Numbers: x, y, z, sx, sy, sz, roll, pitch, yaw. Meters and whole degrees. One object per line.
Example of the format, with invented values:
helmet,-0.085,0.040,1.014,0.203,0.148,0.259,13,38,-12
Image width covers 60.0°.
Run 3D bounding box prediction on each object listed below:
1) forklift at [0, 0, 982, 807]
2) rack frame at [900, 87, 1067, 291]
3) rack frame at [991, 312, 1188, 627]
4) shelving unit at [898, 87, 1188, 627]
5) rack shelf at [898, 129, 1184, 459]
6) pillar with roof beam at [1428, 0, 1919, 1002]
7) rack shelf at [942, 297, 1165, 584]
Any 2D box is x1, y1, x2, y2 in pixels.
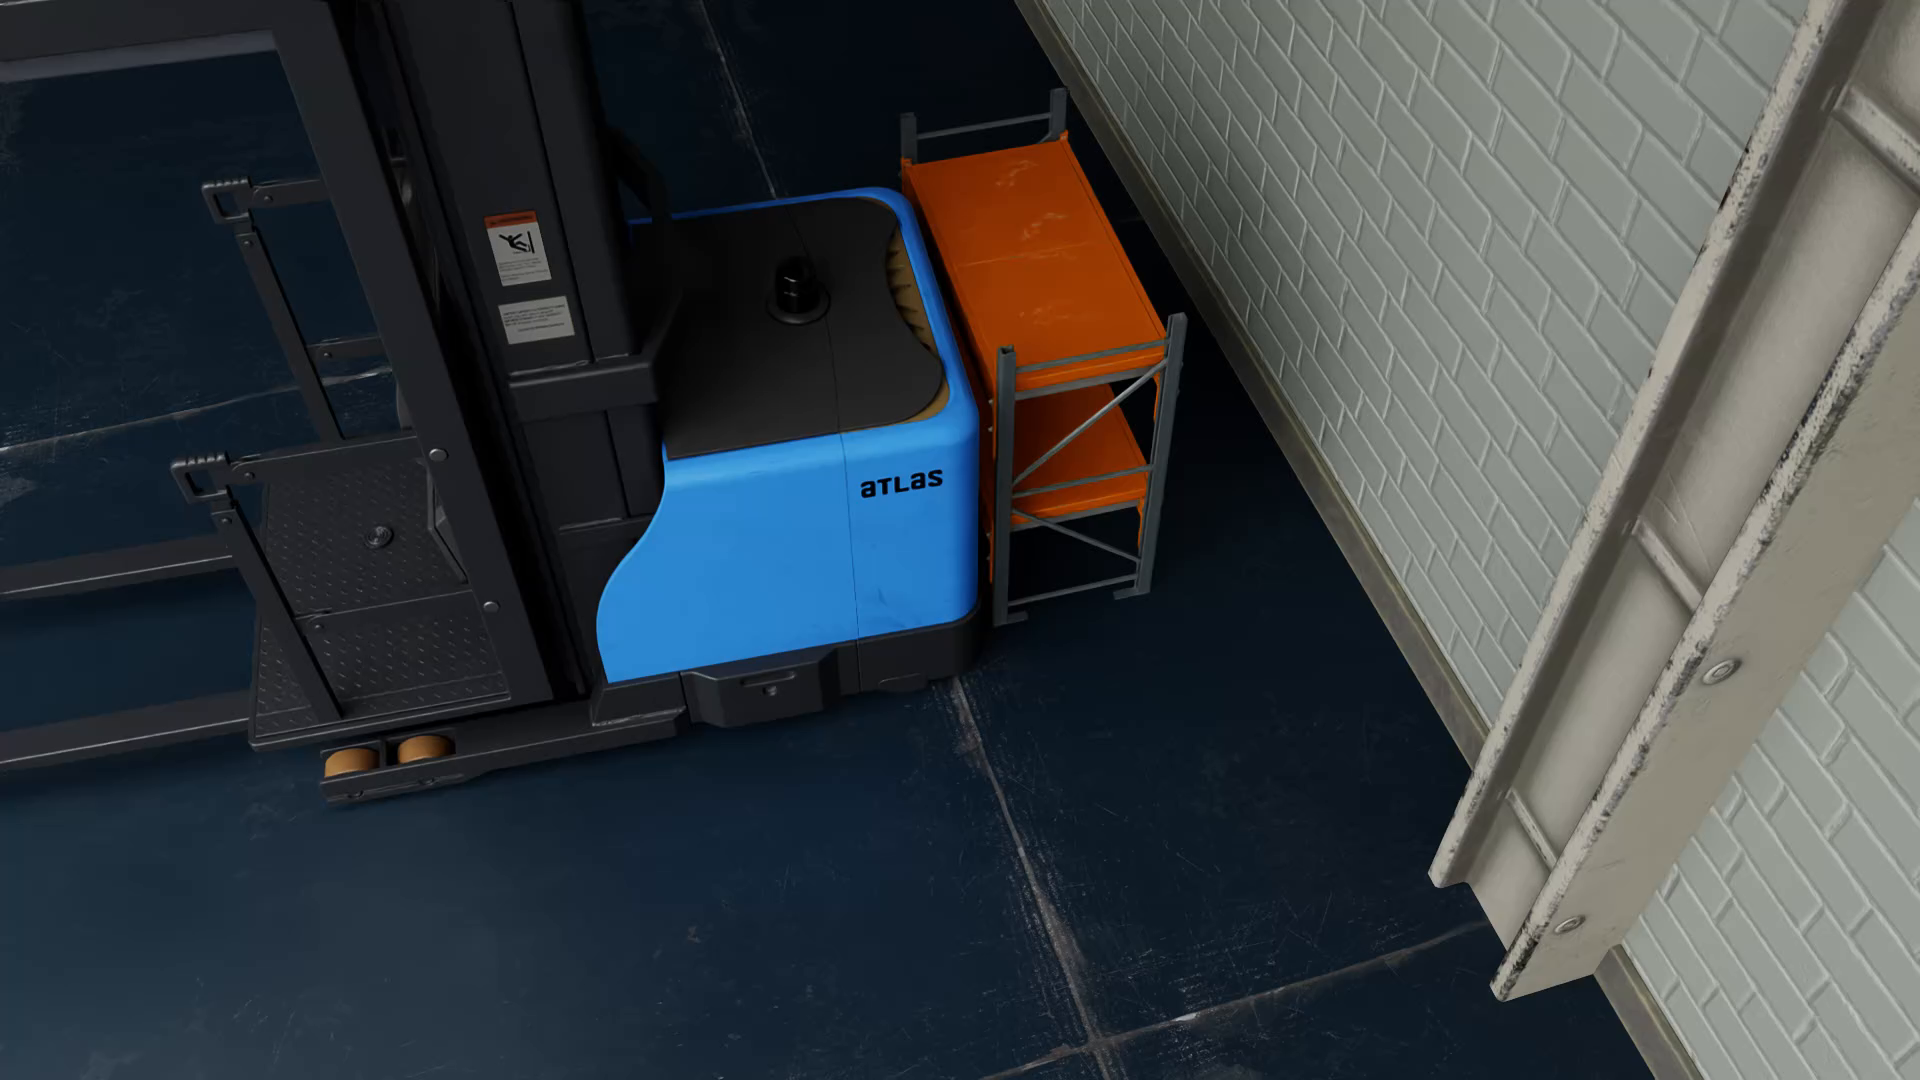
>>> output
forklift,-1.509,-0.660,3.890,3.031,2.935,1.130,-10,51,-8
rack frame,0.071,-0.911,5.282,0.500,1.125,0.032,-12,51,-10
rack frame,0.339,-0.161,4.650,0.500,1.125,0.032,-12,51,-10
shelving unit,0.205,-0.536,4.966,0.538,1.125,1.048,-12,51,-10
rack shelf,0.205,-0.725,4.743,0.538,0.278,1.000,-12,51,-10
pillar with roof beam,-2.645,-0.924,0.143,9.100,9.000,0.400,-13,51,-11
rack shelf,0.205,-0.379,5.153,0.538,0.278,1.000,-12,51,-10
